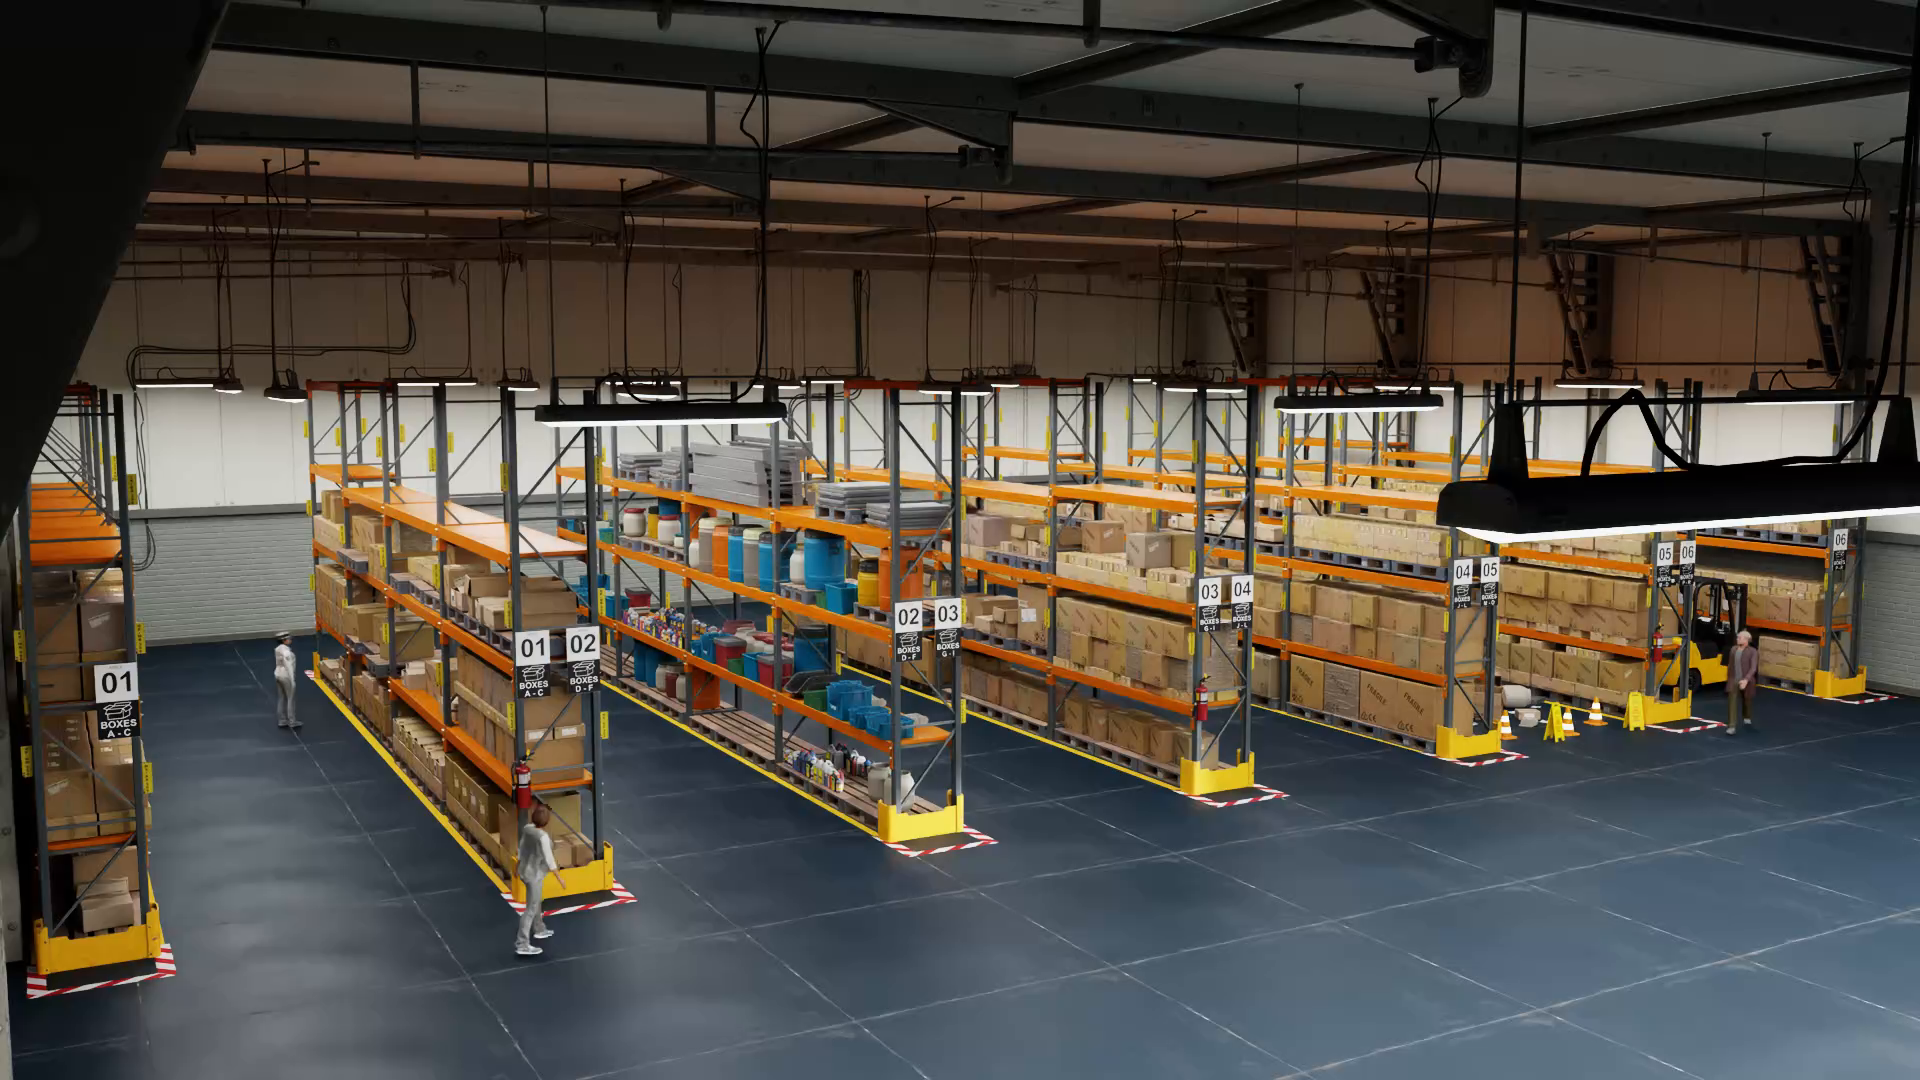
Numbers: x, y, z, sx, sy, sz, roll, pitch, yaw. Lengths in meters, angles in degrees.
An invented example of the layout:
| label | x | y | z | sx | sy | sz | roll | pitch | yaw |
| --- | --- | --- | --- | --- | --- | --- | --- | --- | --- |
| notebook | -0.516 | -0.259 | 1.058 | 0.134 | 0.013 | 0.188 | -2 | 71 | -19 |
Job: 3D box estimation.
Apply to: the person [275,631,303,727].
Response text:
| label | x | y | z | sx | sy | sz | roll | pitch | yaw |
| --- | --- | --- | --- | --- | --- | --- | --- | --- | --- |
| person | -11.688 | 2.411 | 28.923 | 0.538 | 1.681 | 0.395 | 6 | 8 | 44 |

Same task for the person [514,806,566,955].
| label | x | y | z | sx | sy | sz | roll | pitch | yaw |
| --- | --- | --- | --- | --- | --- | --- | --- | --- | --- |
| person | -4.601 | 3.641 | 18.022 | 0.605 | 1.578 | 0.590 | -5 | 8 | -37 |

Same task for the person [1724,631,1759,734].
| label | x | y | z | sx | sy | sz | roll | pitch | yaw |
| --- | --- | --- | --- | --- | --- | --- | --- | --- | --- |
| person | 13.430 | 2.432 | 28.589 | 0.519 | 1.733 | 1.158 | 3 | 7 | 28 |
